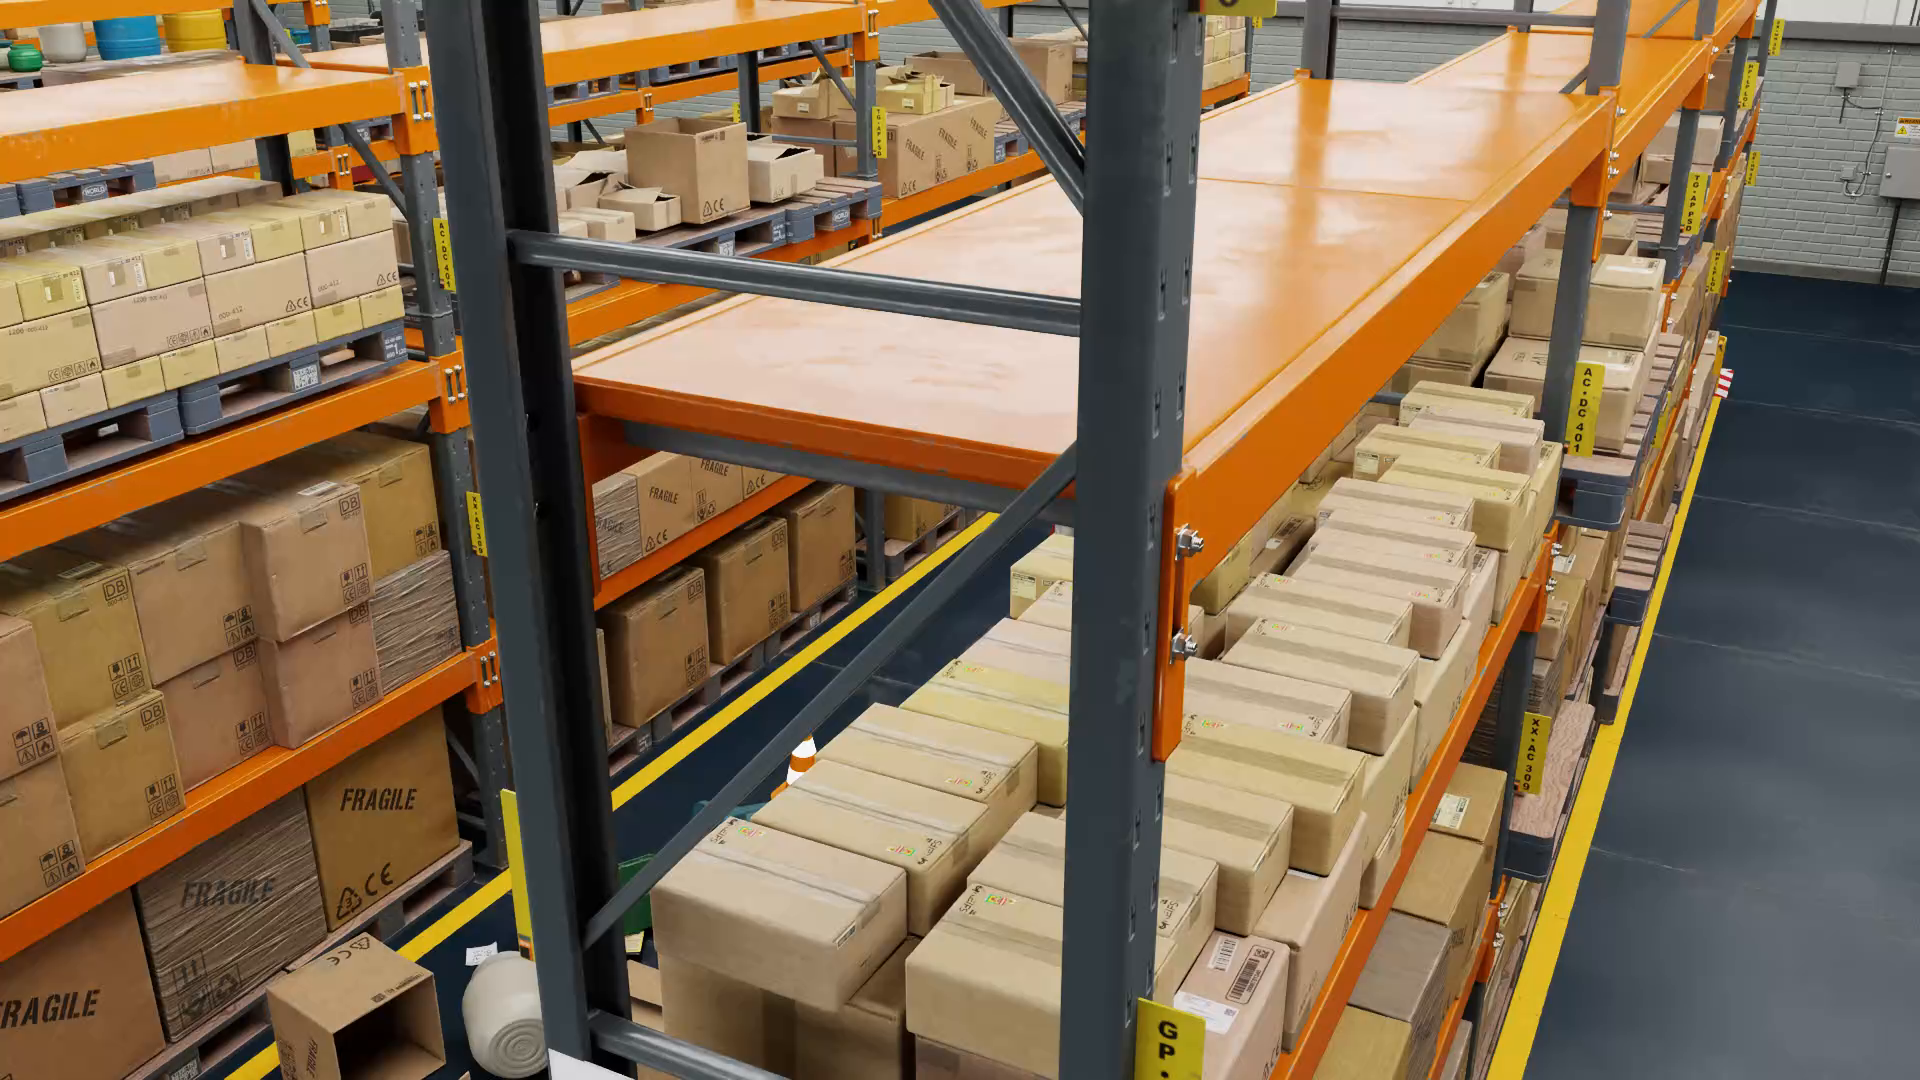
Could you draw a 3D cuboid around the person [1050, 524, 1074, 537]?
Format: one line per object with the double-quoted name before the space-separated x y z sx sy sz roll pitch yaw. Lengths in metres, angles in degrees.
"person" 0.768 0.245 10.146 0.449 1.779 0.619 9 24 22
